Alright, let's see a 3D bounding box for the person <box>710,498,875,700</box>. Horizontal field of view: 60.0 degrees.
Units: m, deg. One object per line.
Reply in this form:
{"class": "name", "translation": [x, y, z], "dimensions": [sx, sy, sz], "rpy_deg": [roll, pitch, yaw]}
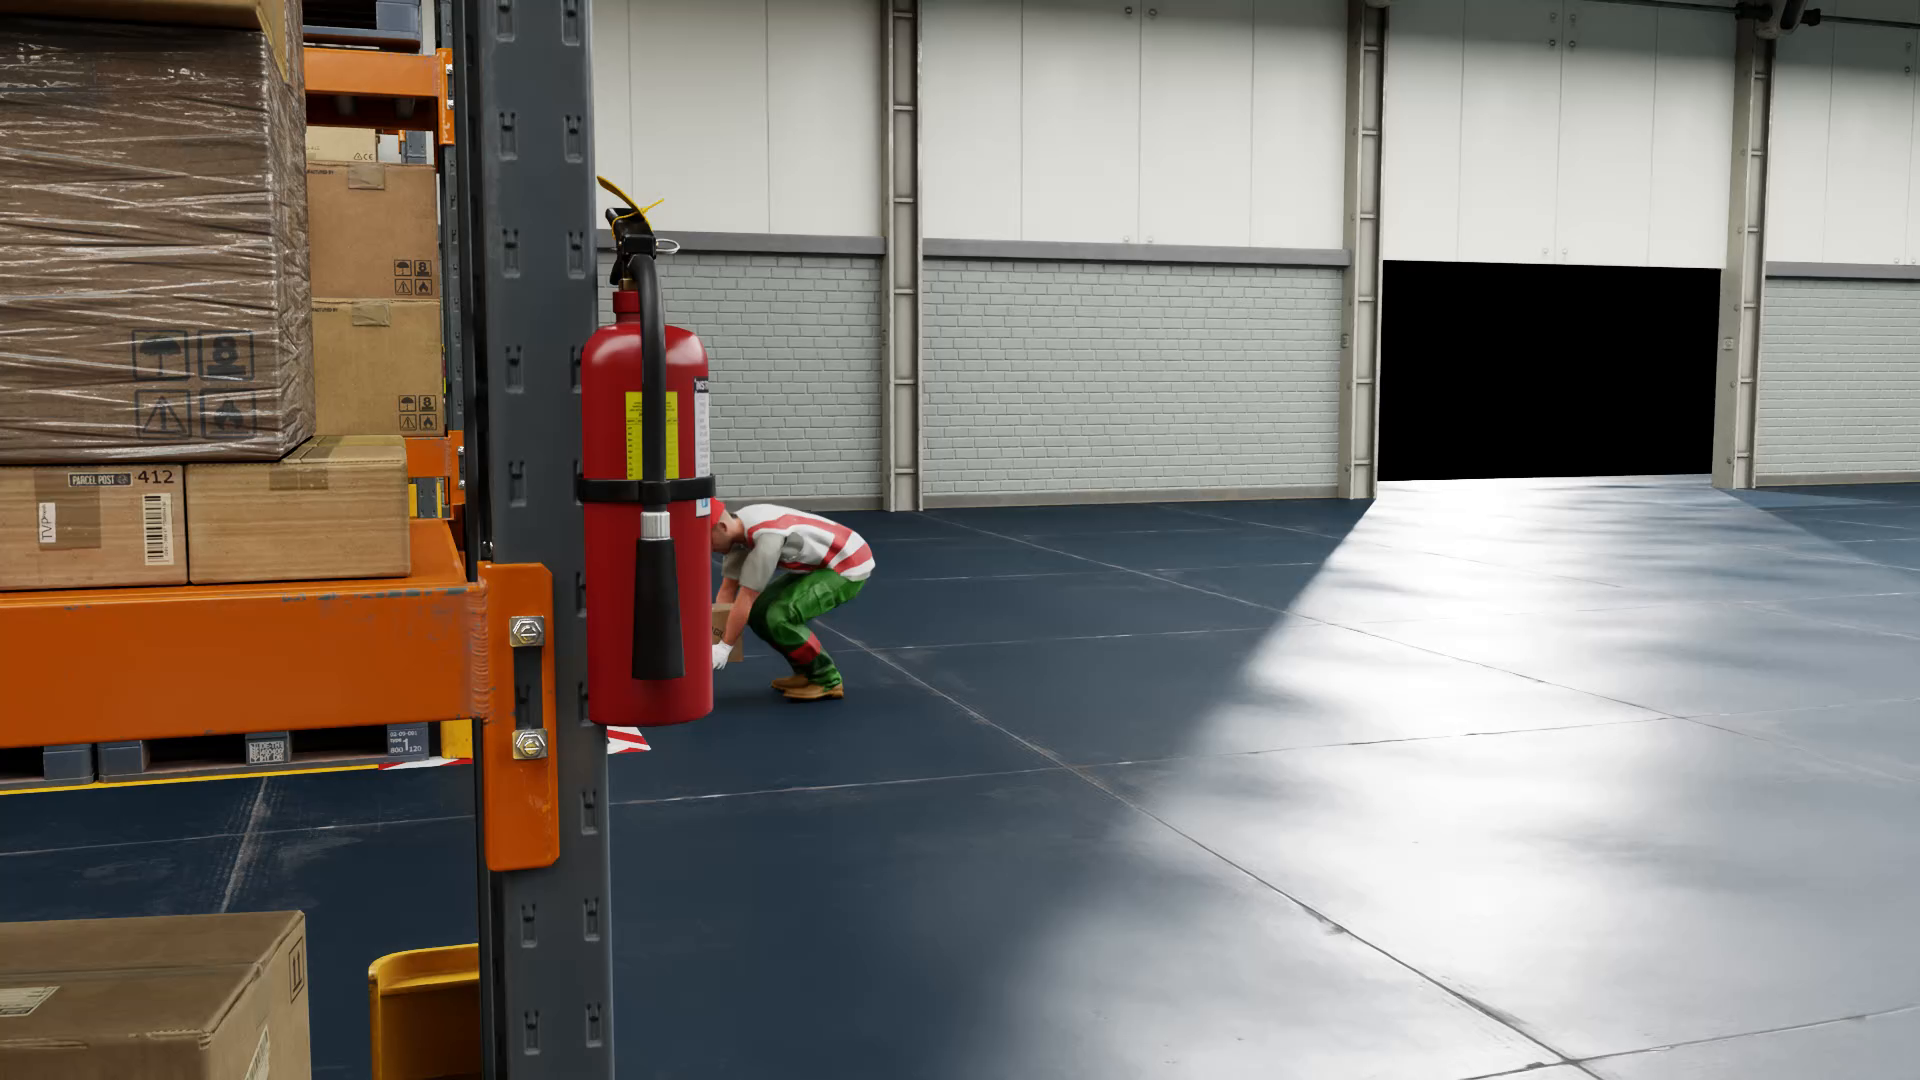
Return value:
{"class": "person", "translation": [-0.874, 0.271, 8.004], "dimensions": [0.929, 0.985, 0.526], "rpy_deg": [-2, 6, -21]}
